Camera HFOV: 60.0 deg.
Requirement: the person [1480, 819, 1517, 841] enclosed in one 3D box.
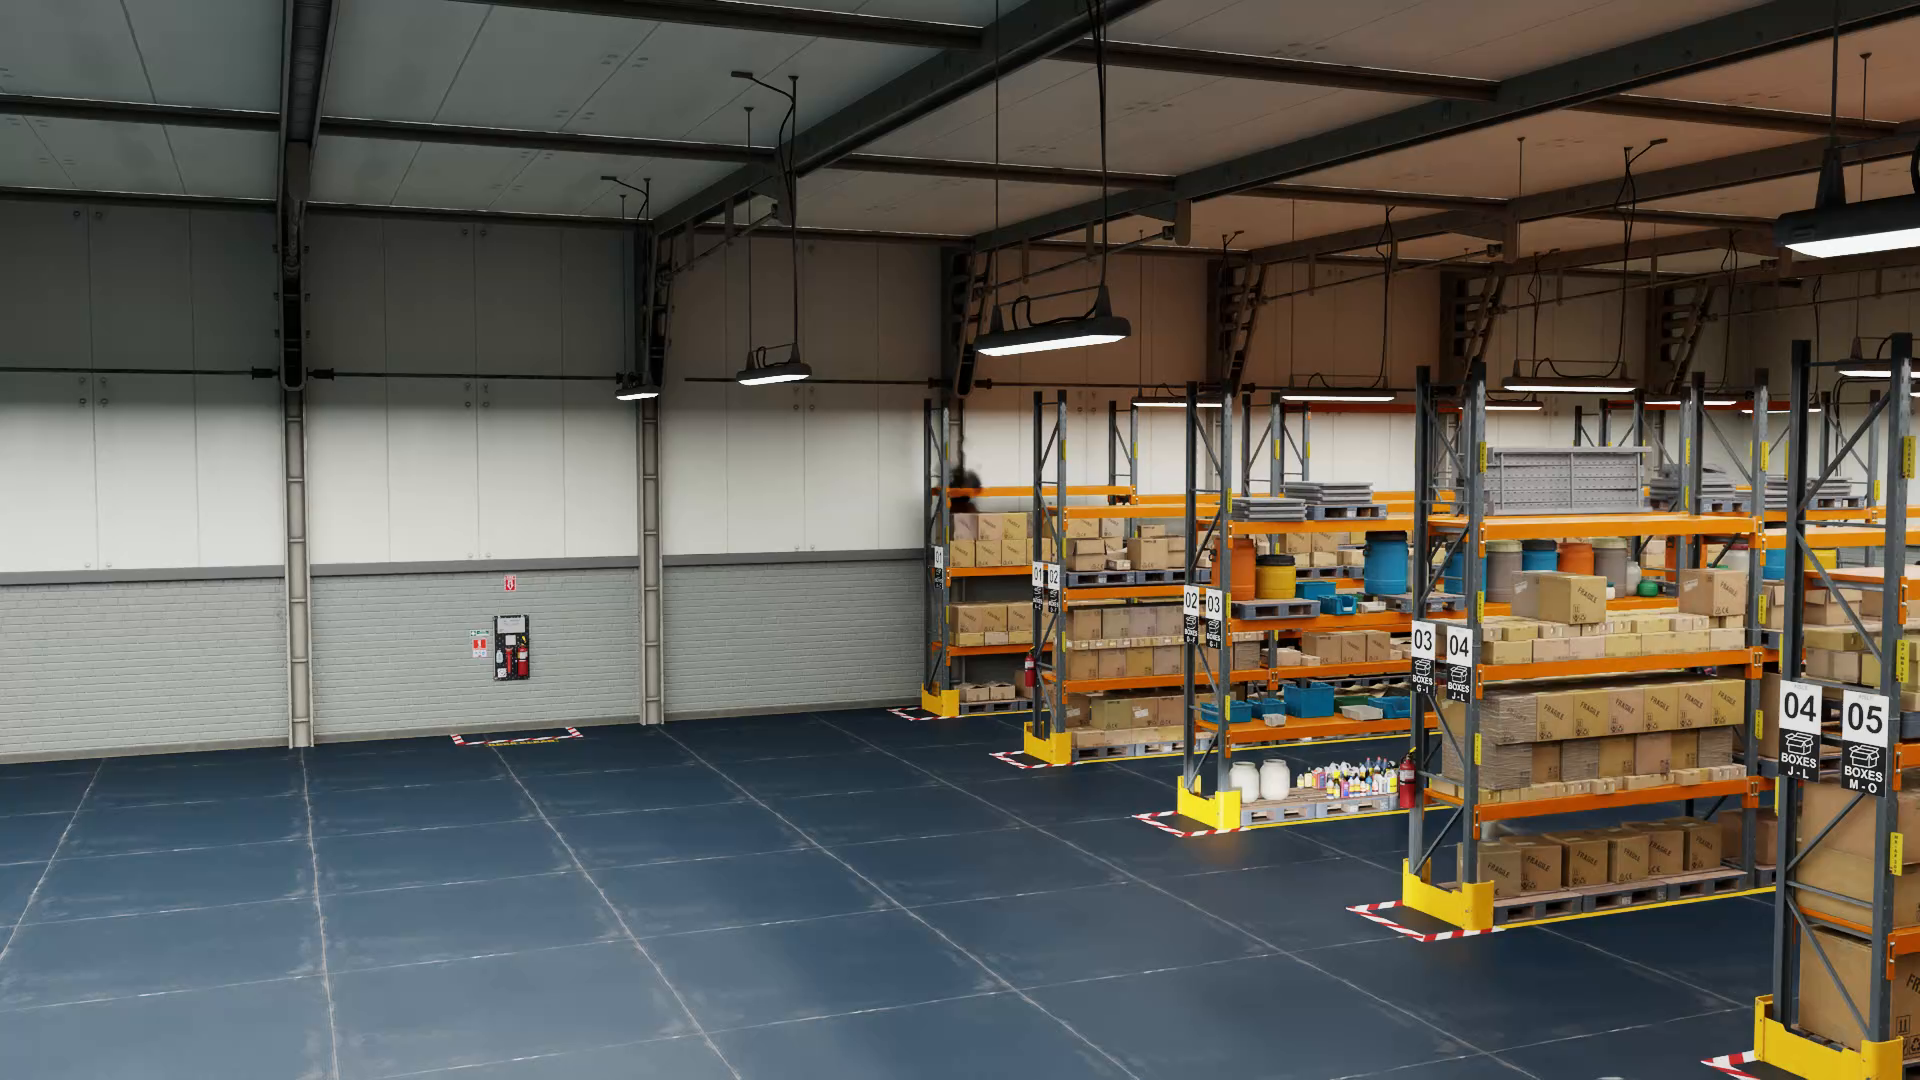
[{"bbox_3d":[6.476,3.086,20.167,0.954,1.779,0.664,-2,4,-31],"label":"person"}]
